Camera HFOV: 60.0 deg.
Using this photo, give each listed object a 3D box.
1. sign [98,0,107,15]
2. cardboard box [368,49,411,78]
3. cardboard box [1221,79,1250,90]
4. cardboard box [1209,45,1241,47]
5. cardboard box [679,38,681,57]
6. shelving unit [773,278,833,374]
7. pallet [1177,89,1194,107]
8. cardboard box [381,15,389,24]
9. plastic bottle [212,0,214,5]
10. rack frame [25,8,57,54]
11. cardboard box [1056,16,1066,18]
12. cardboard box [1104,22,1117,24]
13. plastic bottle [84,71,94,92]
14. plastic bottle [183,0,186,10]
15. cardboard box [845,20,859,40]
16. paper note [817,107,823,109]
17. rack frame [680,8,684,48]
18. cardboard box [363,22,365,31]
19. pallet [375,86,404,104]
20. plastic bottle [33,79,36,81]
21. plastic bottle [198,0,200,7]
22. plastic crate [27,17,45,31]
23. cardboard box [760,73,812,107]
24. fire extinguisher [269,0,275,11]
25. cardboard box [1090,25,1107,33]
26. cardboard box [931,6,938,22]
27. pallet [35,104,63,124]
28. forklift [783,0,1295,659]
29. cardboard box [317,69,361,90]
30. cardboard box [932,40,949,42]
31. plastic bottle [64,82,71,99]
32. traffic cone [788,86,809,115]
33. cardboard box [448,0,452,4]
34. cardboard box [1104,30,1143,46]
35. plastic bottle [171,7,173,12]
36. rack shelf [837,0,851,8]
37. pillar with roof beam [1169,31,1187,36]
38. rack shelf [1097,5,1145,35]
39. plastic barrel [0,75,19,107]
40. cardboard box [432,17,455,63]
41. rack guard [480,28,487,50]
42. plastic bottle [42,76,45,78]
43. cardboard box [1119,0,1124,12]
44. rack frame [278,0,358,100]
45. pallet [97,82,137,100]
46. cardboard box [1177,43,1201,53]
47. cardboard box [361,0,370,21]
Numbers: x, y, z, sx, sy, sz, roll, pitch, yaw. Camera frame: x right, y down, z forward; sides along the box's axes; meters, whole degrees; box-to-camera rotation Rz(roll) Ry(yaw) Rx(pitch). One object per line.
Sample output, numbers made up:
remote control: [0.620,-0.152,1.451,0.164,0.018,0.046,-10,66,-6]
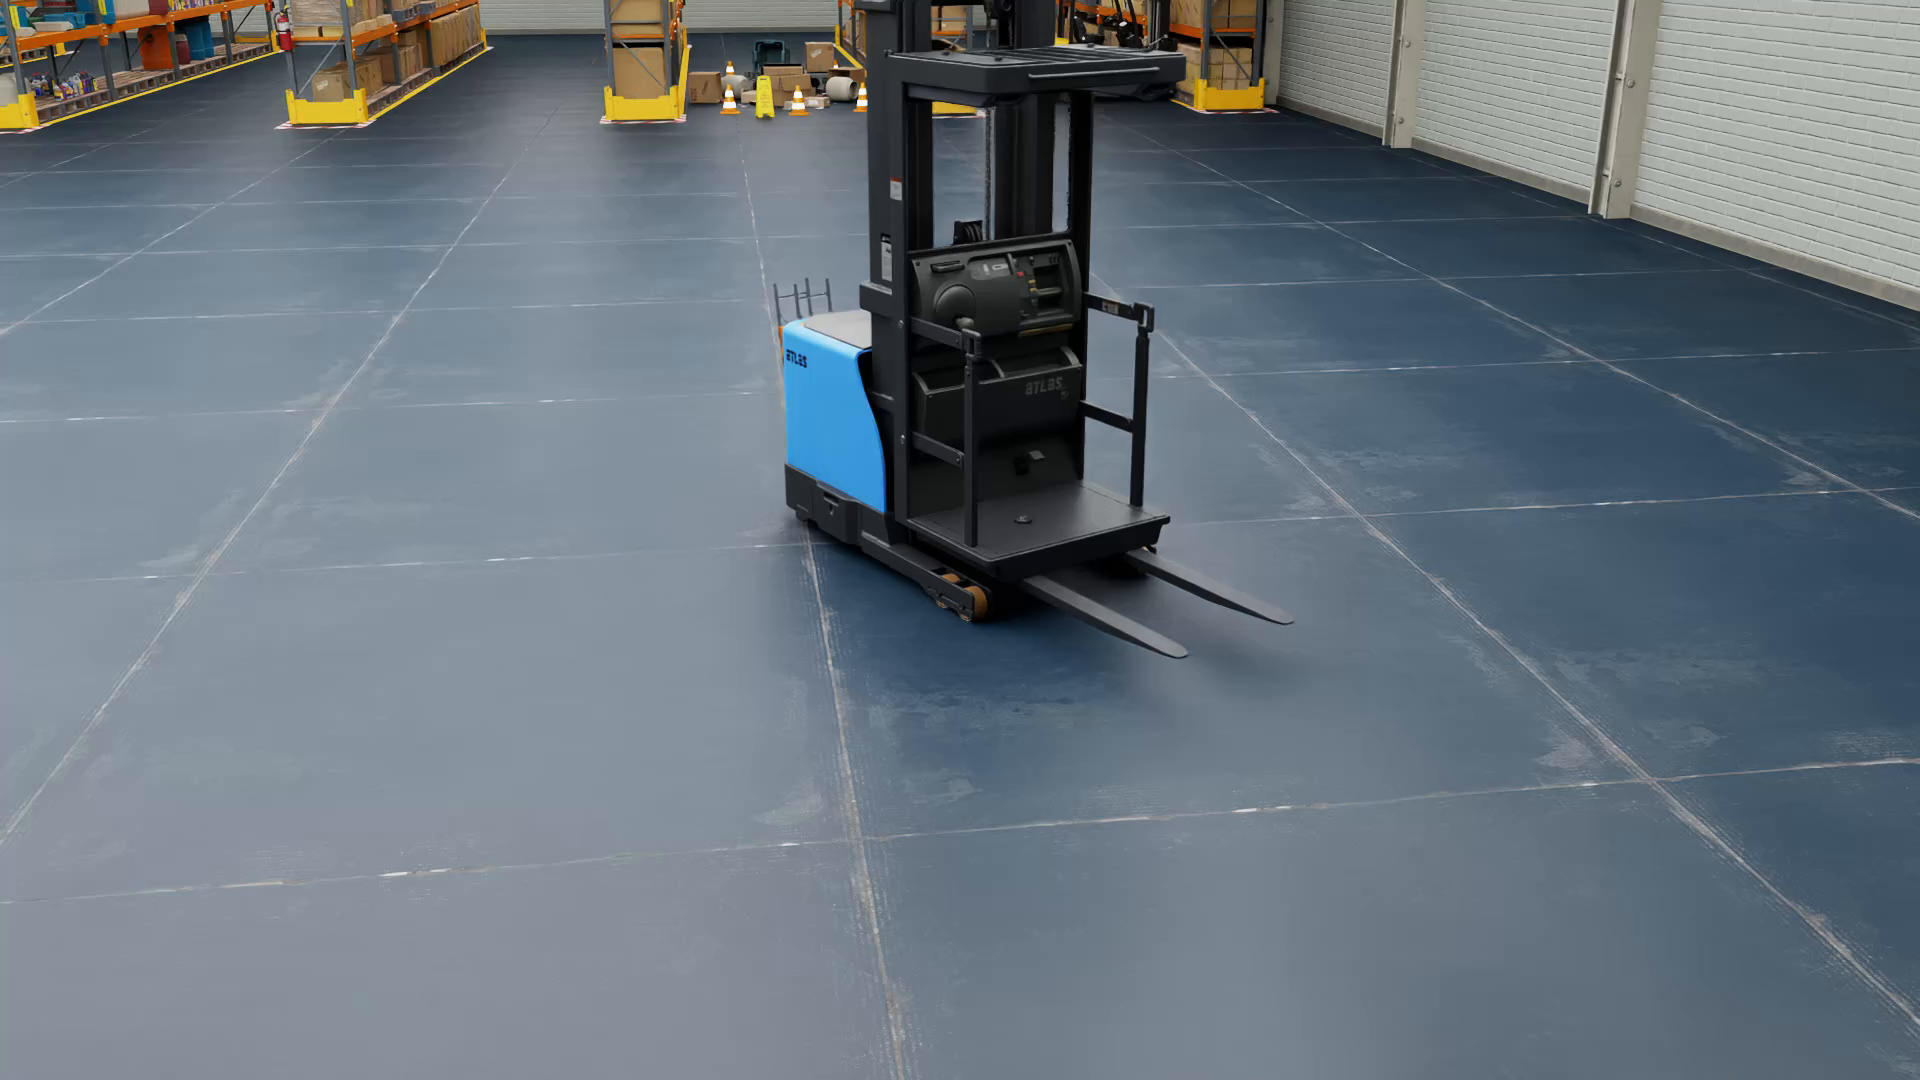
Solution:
sign: [-15.036,-9.377,29.140,0.100,0.325,0.005,-3,21,-8]
cardboard box: [-10.879,-9.082,31.689,0.700,0.500,0.500,-5,21,-12]
cardboard box: [4.737,-7.929,28.987,0.500,0.250,0.500,-3,21,-8]
cardboard box: [4.656,-8.566,29.264,0.500,0.250,0.500,-3,21,-8]
cardboard box: [-6.412,-10.885,36.546,0.500,0.500,0.500,-3,21,-9]
shelving unit: [-0.813,-0.836,9.216,0.258,1.200,0.189,-18,19,-40]
pallet: [4.462,-7.796,29.289,1.003,0.211,1.213,-3,21,-8]
cardboard box: [-10.332,-9.209,29.445,0.380,0.149,0.250,-3,21,-8]
plastic bottle: [-16.358,-11.815,36.241,0.152,0.276,0.135,-3,21,-8]
rack frame: [-22.214,-13.130,39.583,1.000,3.000,0.127,-3,21,-8]
cardboard box: [2.302,-13.190,42.713,0.797,0.503,0.637,-4,21,-10]
cardboard box: [3.455,-11.581,37.481,0.380,0.149,0.250,-3,21,-7]
plastic bottle: [-15.204,-7.980,28.953,0.144,0.351,0.185,-3,21,-9]
plastic bottle: [-16.024,-11.076,34.268,0.097,0.271,0.097,0,20,0]
cardboard box: [-2.410,-12.901,42.032,0.875,0.438,0.875,-4,21,-10]
paper note: [-2.403,-7.424,28.551,0.148,0.019,0.142,-11,23,-26]
rack frame: [-7.488,-13.843,41.494,1.000,3.000,0.127,-3,21,-8]
cardboard box: [-10.096,-8.514,27.584,0.380,0.149,0.250,-3,21,-8]
pallet: [-10.549,-7.936,29.664,1.003,0.211,1.213,-3,21,-8]
plastic bottle: [-15.791,-7.737,28.415,0.097,0.271,0.097,0,20,0]
plastic bottle: [-16.170,-11.394,35.219,0.097,0.201,0.097,0,20,0]
plastic crate: [-15.665,-8.640,27.865,0.450,0.188,0.662,-3,21,-8]
cardboard box: [-3.056,-7.899,29.147,0.637,0.503,0.797,17,27,39]
fire extinguisher: [-16.884,-13.243,40.529,0.296,0.674,0.183,-3,21,-8]
cardboard box: [3.069,-11.191,36.437,0.380,0.149,0.250,-4,21,-11]
cardboard box: [-0.648,-8.949,27.820,0.500,0.500,0.500,-3,21,-9]
pallet: [-15.174,-6.838,26.723,1.003,0.211,1.213,-3,21,-8]
forklift: [0.305,-1.185,7.699,1.130,2.935,3.031,-14,24,-32]
cardboard box: [-10.297,-7.537,27.580,0.500,0.500,0.500,2,21,6]
cardboard box: [-0.448,-8.866,30.425,0.500,0.500,0.500,-3,21,-7]
plastic bottle: [-15.022,-7.564,27.950,0.097,0.271,0.097,0,20,0]
traffic cone: [-2.685,-7.310,27.627,0.336,0.463,0.334,-3,21,-8]
cardboard box: [-11.431,-11.970,36.336,0.500,0.500,0.500,-2,21,-6]
cardboard box: [3.537,-10.478,35.276,0.875,0.625,0.625,-2,21,-6]
plastic bottle: [-15.890,-10.756,33.411,0.097,0.271,0.097,0,20,0]
rack shelf: [-2.315,-13.099,40.528,1.077,0.370,4.000,-3,21,-8]
pillar with roof beam: [0.281,-13.797,32.796,9.100,9.000,0.400,-3,21,-8]
rack shelf: [3.749,-10.580,33.785,1.077,0.370,4.000,-3,21,-8]
plastic barrel: [-15.176,-7.094,26.378,0.421,0.512,0.421,0,20,0]
cardboard box: [-11.457,-10.609,35.270,1.225,0.875,0.875,-3,21,-8]
rack guard: [-12.414,-12.466,41.377,1.175,0.500,0.348,-3,21,-8]
plastic bottle: [-15.896,-7.911,28.874,0.152,0.276,0.135,-2,21,-6]
cardboard box: [3.505,-10.842,33.671,0.500,0.250,0.500,-2,21,-6]
rack frame: [-10.104,-8.089,26.086,1.000,3.000,0.127,-3,21,-8]
pallet: [-15.733,-8.187,30.335,1.003,0.211,1.213,-3,21,-8]
cardboard box: [4.077,-8.711,29.654,0.500,0.250,0.500,-3,21,-7]
cardboard box: [-10.437,-8.983,27.911,0.875,0.500,0.500,-3,21,-8]
